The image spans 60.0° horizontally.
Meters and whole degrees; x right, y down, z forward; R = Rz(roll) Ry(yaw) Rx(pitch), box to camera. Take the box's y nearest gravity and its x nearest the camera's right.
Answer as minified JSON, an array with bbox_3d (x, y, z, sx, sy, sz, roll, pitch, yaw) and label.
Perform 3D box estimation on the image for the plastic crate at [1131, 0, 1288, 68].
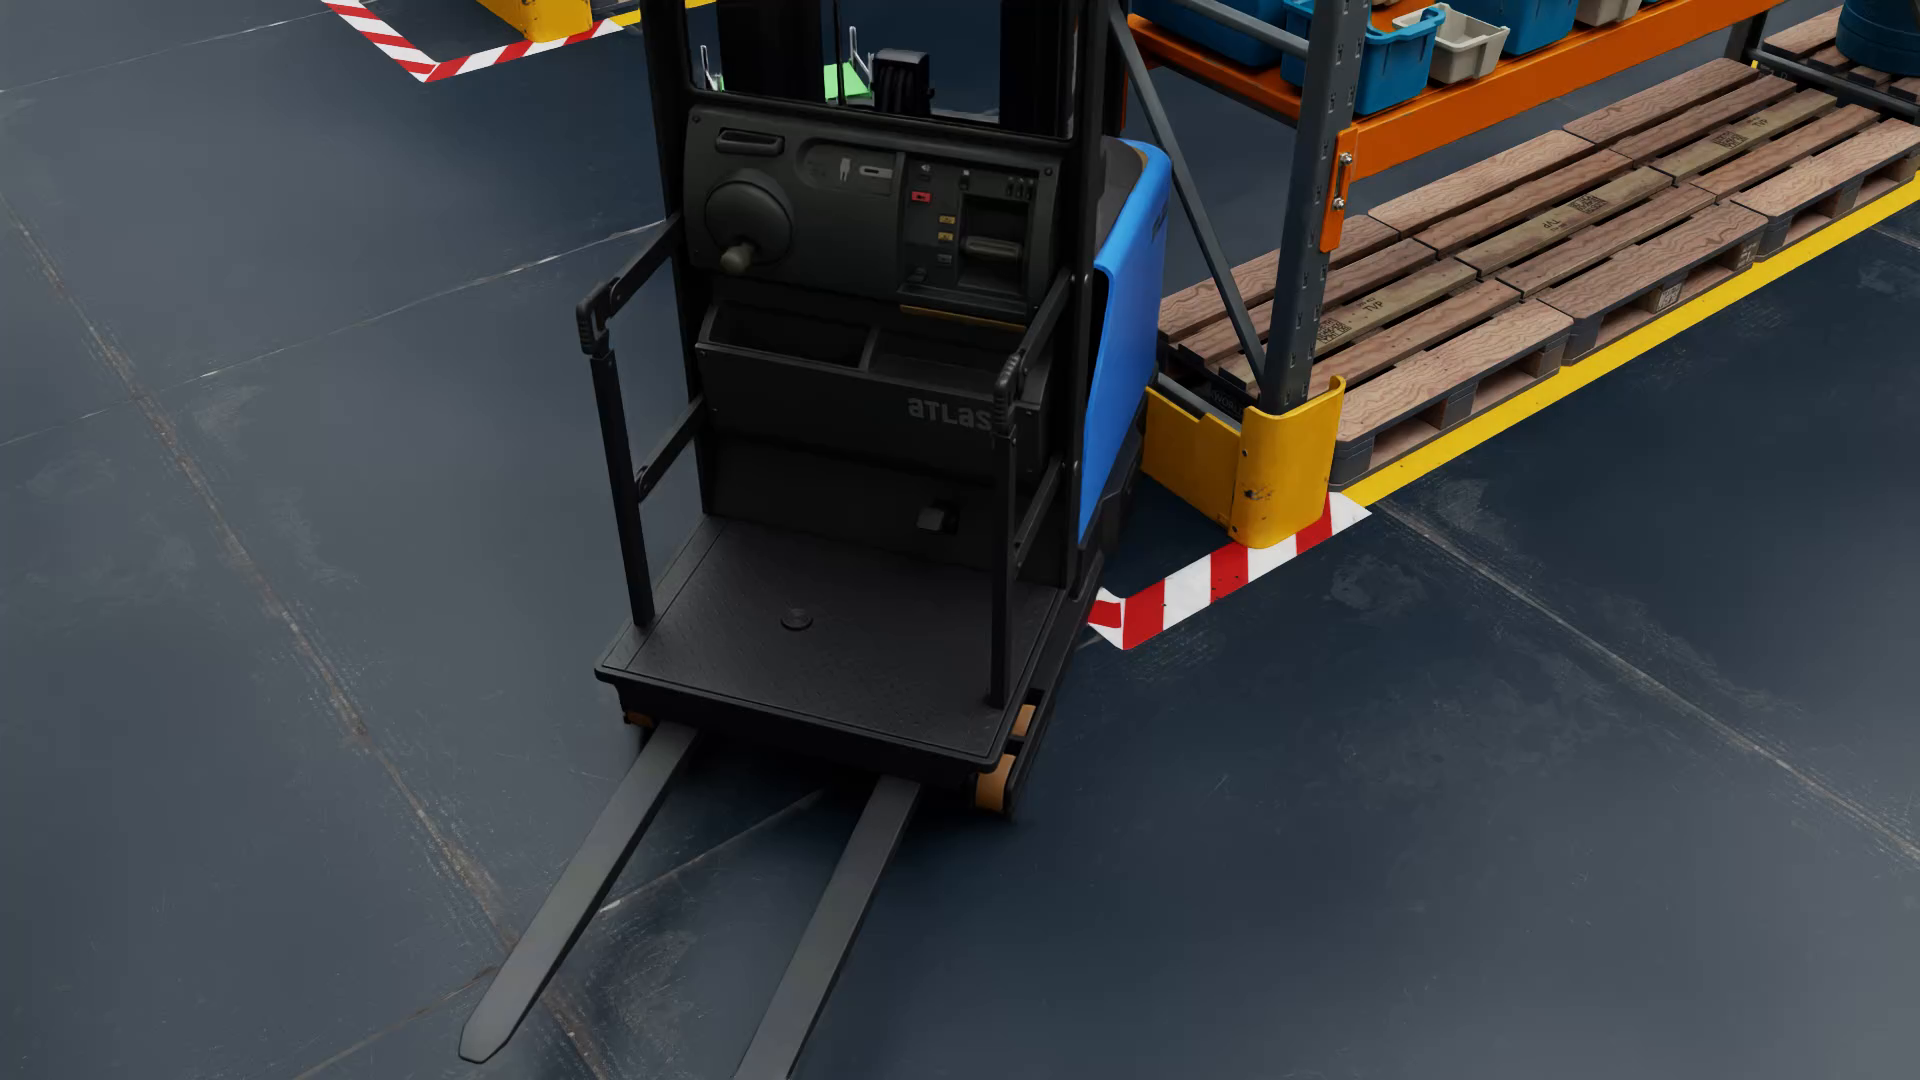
[{"bbox_3d":[0.867,-1.750,4.943,0.499,0.435,0.616,-26,46,-28],"label":"plastic crate"}]

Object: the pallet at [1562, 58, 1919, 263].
[{"bbox_3d":[3.328,-1.654,7.100,1.213,0.211,1.003,-26,46,-28],"label":"pallet"}]

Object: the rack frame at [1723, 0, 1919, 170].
[{"bbox_3d":[3.887,-3.036,6.586,0.127,3.000,1.000,-26,46,-28],"label":"rack frame"}]

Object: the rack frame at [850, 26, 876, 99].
[{"bbox_3d":[-0.311,-1.130,5.681,0.015,1.200,0.240,-12,41,-14],"label":"rack frame"}]

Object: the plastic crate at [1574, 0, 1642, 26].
[{"bbox_3d":[1.954,-1.686,5.100,0.298,0.136,0.250,-26,46,-28],"label":"plastic crate"}]

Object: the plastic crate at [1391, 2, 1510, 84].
[{"bbox_3d":[1.417,-1.423,4.781,0.298,0.136,0.250,-26,46,-28],"label":"plastic crate"}]

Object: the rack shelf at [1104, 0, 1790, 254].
[{"bbox_3d":[2.301,-1.985,5.872,4.000,0.370,1.077,-26,46,-28],"label":"rack shelf"}]

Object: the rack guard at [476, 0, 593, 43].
[{"bbox_3d":[-2.322,-3.005,8.519,0.348,0.500,1.175,-26,46,-28],"label":"rack guard"}]

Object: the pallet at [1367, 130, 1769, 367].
[{"bbox_3d":[2.360,-1.180,6.522,1.213,0.211,1.003,-26,46,-28],"label":"pallet"}]

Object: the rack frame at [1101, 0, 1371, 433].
[{"bbox_3d":[0.715,-1.490,4.701,0.127,3.000,1.000,-26,46,-28],"label":"rack frame"}]

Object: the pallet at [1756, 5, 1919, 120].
[{"bbox_3d":[4.524,-2.235,7.808,1.213,0.211,1.003,-26,46,-28],"label":"pallet"}]

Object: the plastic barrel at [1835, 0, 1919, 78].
[{"bbox_3d":[4.329,-2.589,7.364,0.708,0.901,0.600,-26,46,-28],"label":"plastic barrel"}]

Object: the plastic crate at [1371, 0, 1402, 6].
[{"bbox_3d":[1.252,-1.817,5.261,0.243,0.136,0.396,-26,46,-28],"label":"plastic crate"}]

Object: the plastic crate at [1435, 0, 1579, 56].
[{"bbox_3d":[1.634,-1.633,4.960,0.300,0.233,0.416,-26,46,-28],"label":"plastic crate"}]

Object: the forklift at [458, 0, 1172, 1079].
[{"bbox_3d":[-0.287,-0.705,3.798,1.130,2.935,3.031,12,41,14],"label":"forklift"}]

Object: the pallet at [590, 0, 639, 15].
[{"bbox_3d":[-1.716,-3.251,9.047,1.213,0.211,1.003,-26,46,-28],"label":"pallet"}]

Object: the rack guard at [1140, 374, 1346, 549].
[{"bbox_3d":[0.704,-0.508,5.475,0.348,0.500,1.175,-26,46,-28],"label":"rack guard"}]

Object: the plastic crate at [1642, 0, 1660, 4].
[{"bbox_3d":[2.156,-1.887,5.270,0.300,0.233,0.416,-26,46,-28],"label":"plastic crate"}]

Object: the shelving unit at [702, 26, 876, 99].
[{"bbox_3d":[-0.542,-1.080,5.620,0.503,1.200,0.258,-12,41,-14],"label":"shelving unit"}]

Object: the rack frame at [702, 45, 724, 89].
[{"bbox_3d":[-0.773,-1.030,5.559,0.015,1.200,0.240,-12,41,-14],"label":"rack frame"}]

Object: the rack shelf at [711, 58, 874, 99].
[{"bbox_3d":[-0.542,-1.402,5.356,0.480,0.148,0.258,-12,41,-14],"label":"rack shelf"}]

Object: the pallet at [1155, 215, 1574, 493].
[{"bbox_3d":[1.393,-0.711,5.950,1.213,0.211,1.003,-26,46,-28],"label":"pallet"}]

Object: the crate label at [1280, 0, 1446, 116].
[{"bbox_3d":[1.112,-1.378,4.650,0.303,0.233,0.416,-26,46,-28],"label":"crate label"}]
